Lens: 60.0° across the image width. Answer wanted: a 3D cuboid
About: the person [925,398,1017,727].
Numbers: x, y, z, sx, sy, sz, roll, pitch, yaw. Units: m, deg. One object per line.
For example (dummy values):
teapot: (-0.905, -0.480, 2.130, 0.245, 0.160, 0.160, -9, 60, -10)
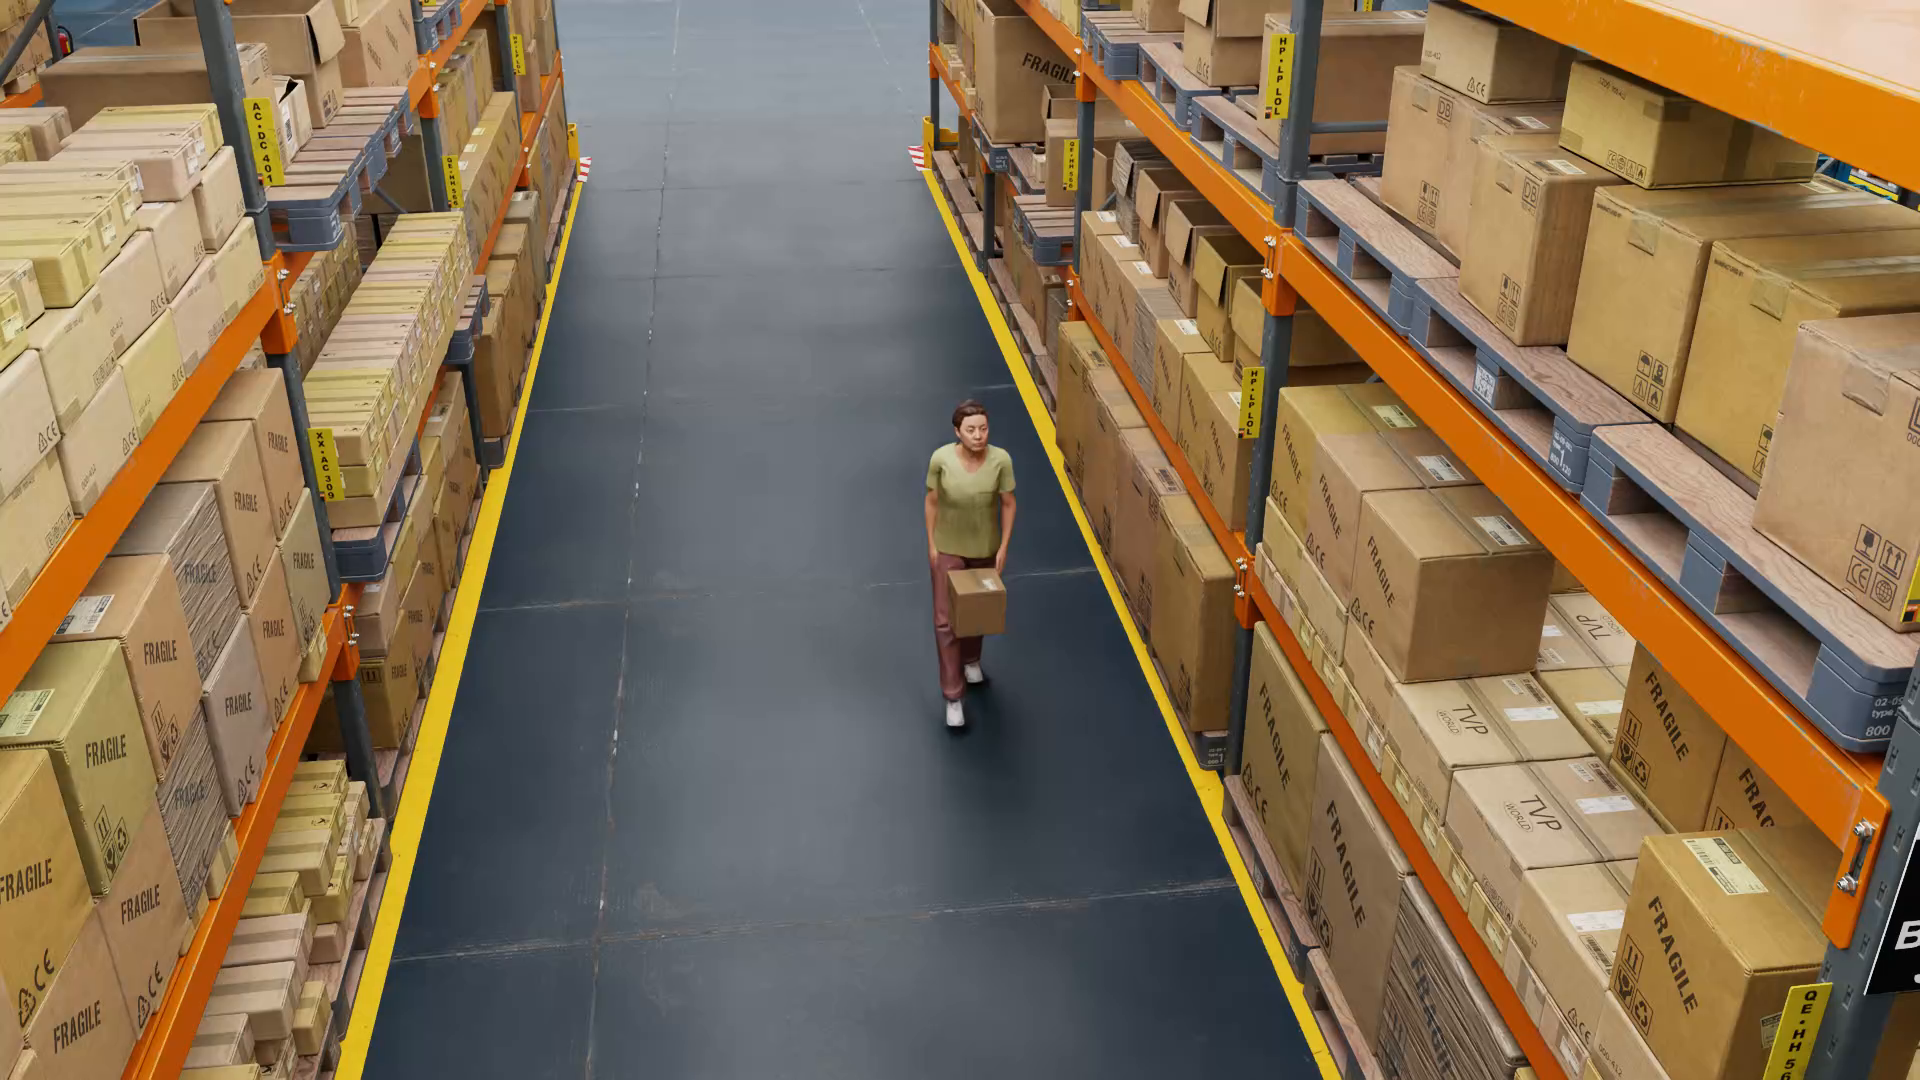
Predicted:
person: (0.068, 0.082, 8.444, 0.464, 1.654, 0.747, -4, 27, -7)
